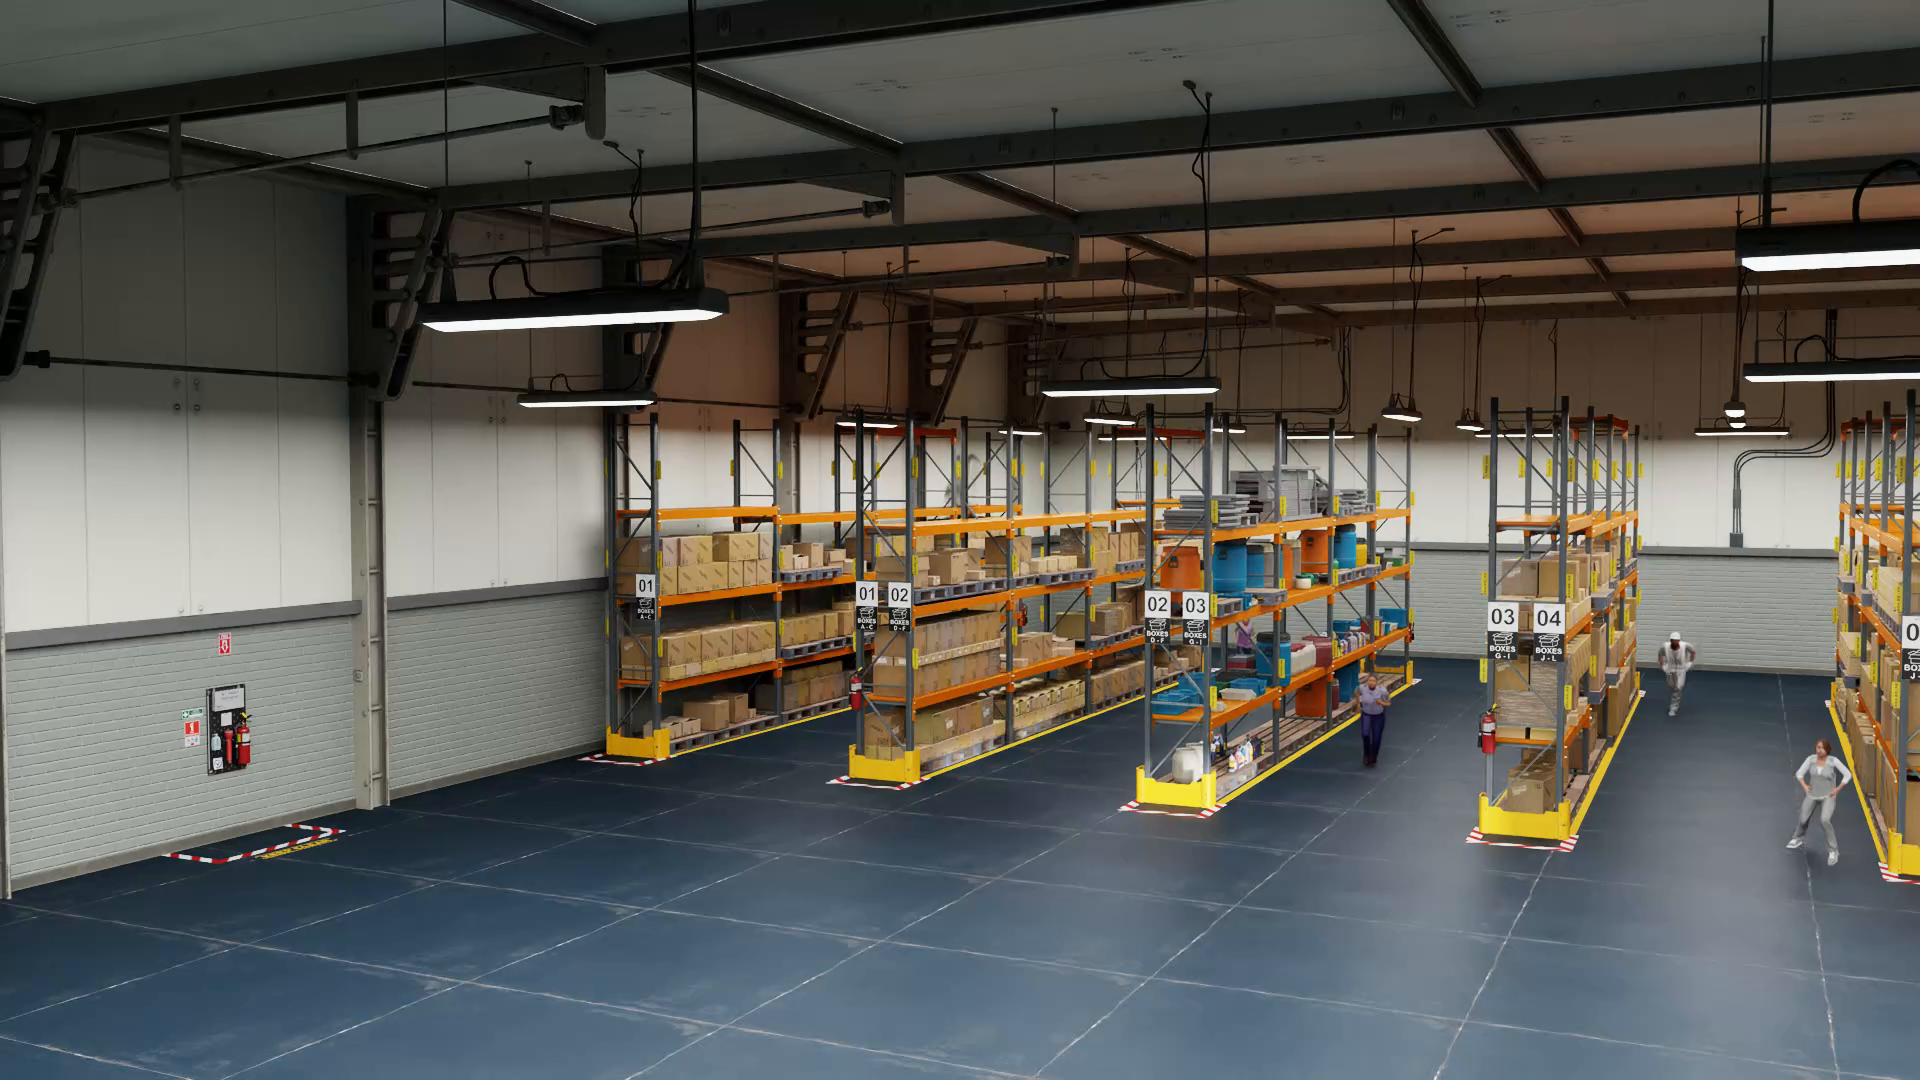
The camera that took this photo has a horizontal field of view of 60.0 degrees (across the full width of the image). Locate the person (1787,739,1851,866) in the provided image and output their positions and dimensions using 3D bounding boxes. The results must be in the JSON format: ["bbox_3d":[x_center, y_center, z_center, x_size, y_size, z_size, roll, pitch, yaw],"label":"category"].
[{"bbox_3d":[11.044,3.328,21.416,0.752,1.575,0.642,2,3,40],"label":"person"}]

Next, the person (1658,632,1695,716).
[{"bbox_3d":[14.738,2.729,34.212,0.705,1.728,1.031,1,3,23],"label":"person"}]

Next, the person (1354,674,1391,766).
[{"bbox_3d":[6.932,3.020,27.963,0.592,1.558,0.846,1,2,13],"label":"person"}]

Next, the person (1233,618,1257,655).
[{"bbox_3d":[6.758,2.546,39.459,0.557,1.580,0.930,1,2,12],"label":"person"}]
